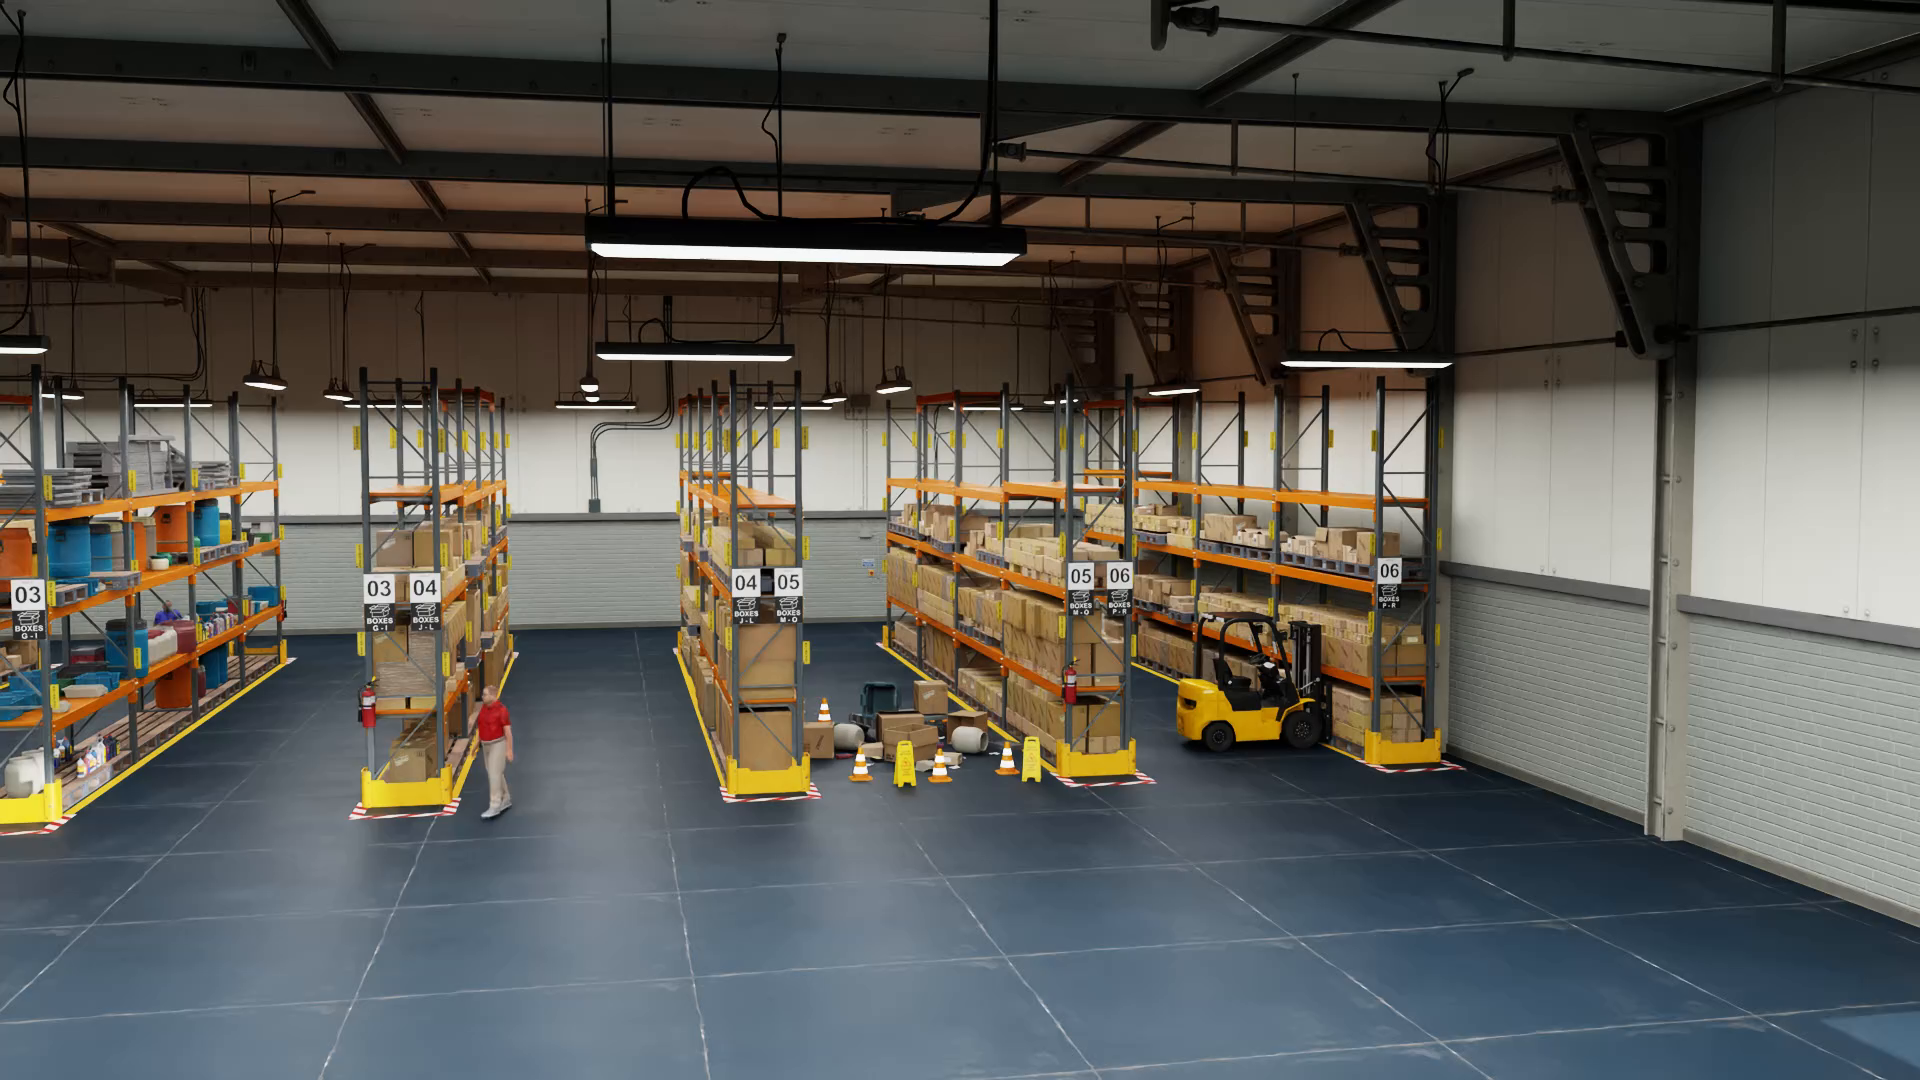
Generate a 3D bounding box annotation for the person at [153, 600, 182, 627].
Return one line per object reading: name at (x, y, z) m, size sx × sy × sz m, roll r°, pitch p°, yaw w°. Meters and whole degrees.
person at (-17.203, 2.075, 36.174) m, size 0.540 × 1.567 × 0.600 m, roll 0°, pitch 3°, yaw -5°

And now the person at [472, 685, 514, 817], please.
person at (-6.283, 2.816, 22.342) m, size 0.630 × 1.721 × 0.658 m, roll 3°, pitch 5°, yaw 43°

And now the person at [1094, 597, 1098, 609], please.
person at (2.765, 1.927, 35.108) m, size 0.491 × 1.548 × 0.604 m, roll -2°, pitch 4°, yaw -31°
